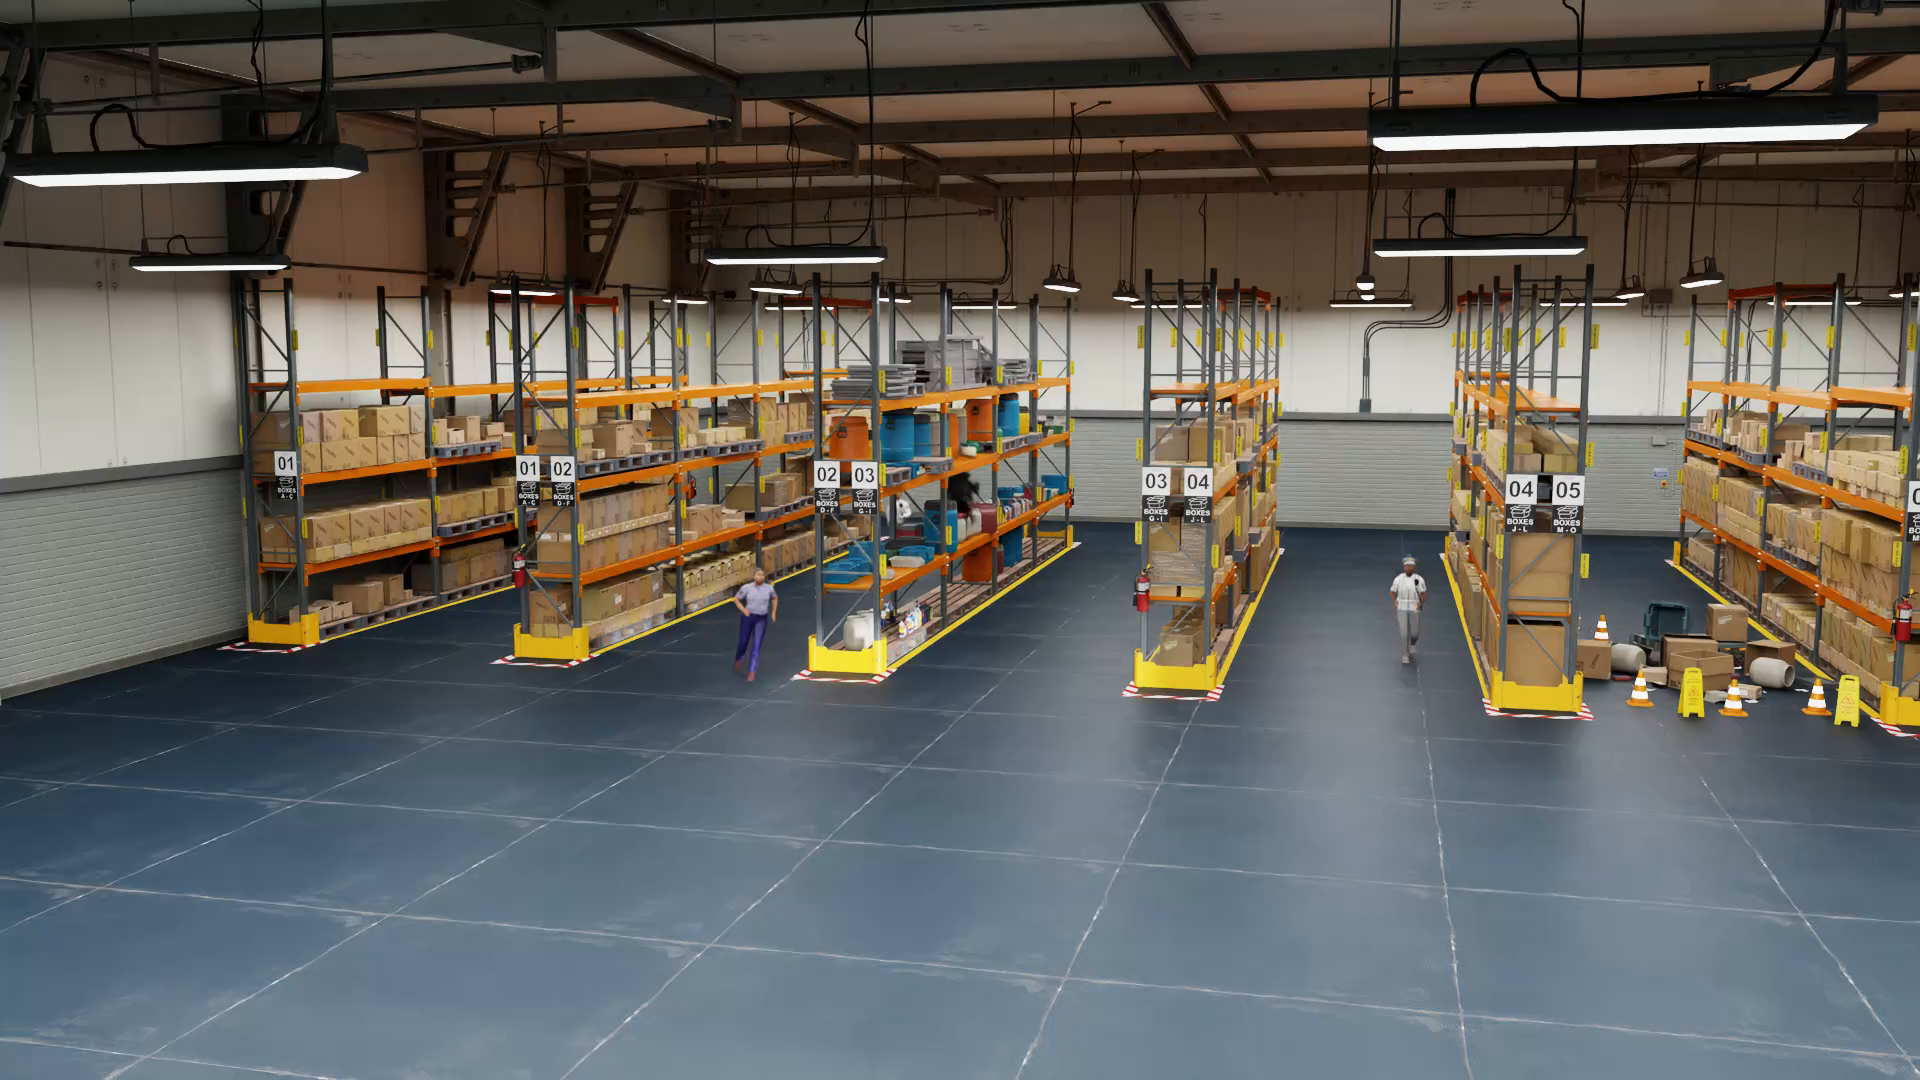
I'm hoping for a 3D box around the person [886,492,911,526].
[{"bbox_3d":[-1.430,-0.372,37.915,0.482,1.664,0.743,1,7,9],"label":"person"}]

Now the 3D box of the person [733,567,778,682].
[{"bbox_3d":[-3.053,1.224,24.811,0.692,1.629,0.926,-1,7,-8],"label":"person"}]

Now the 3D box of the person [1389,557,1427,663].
[{"bbox_3d":[6.985,1.076,25.953,0.574,1.649,0.586,2,7,13],"label":"person"}]
